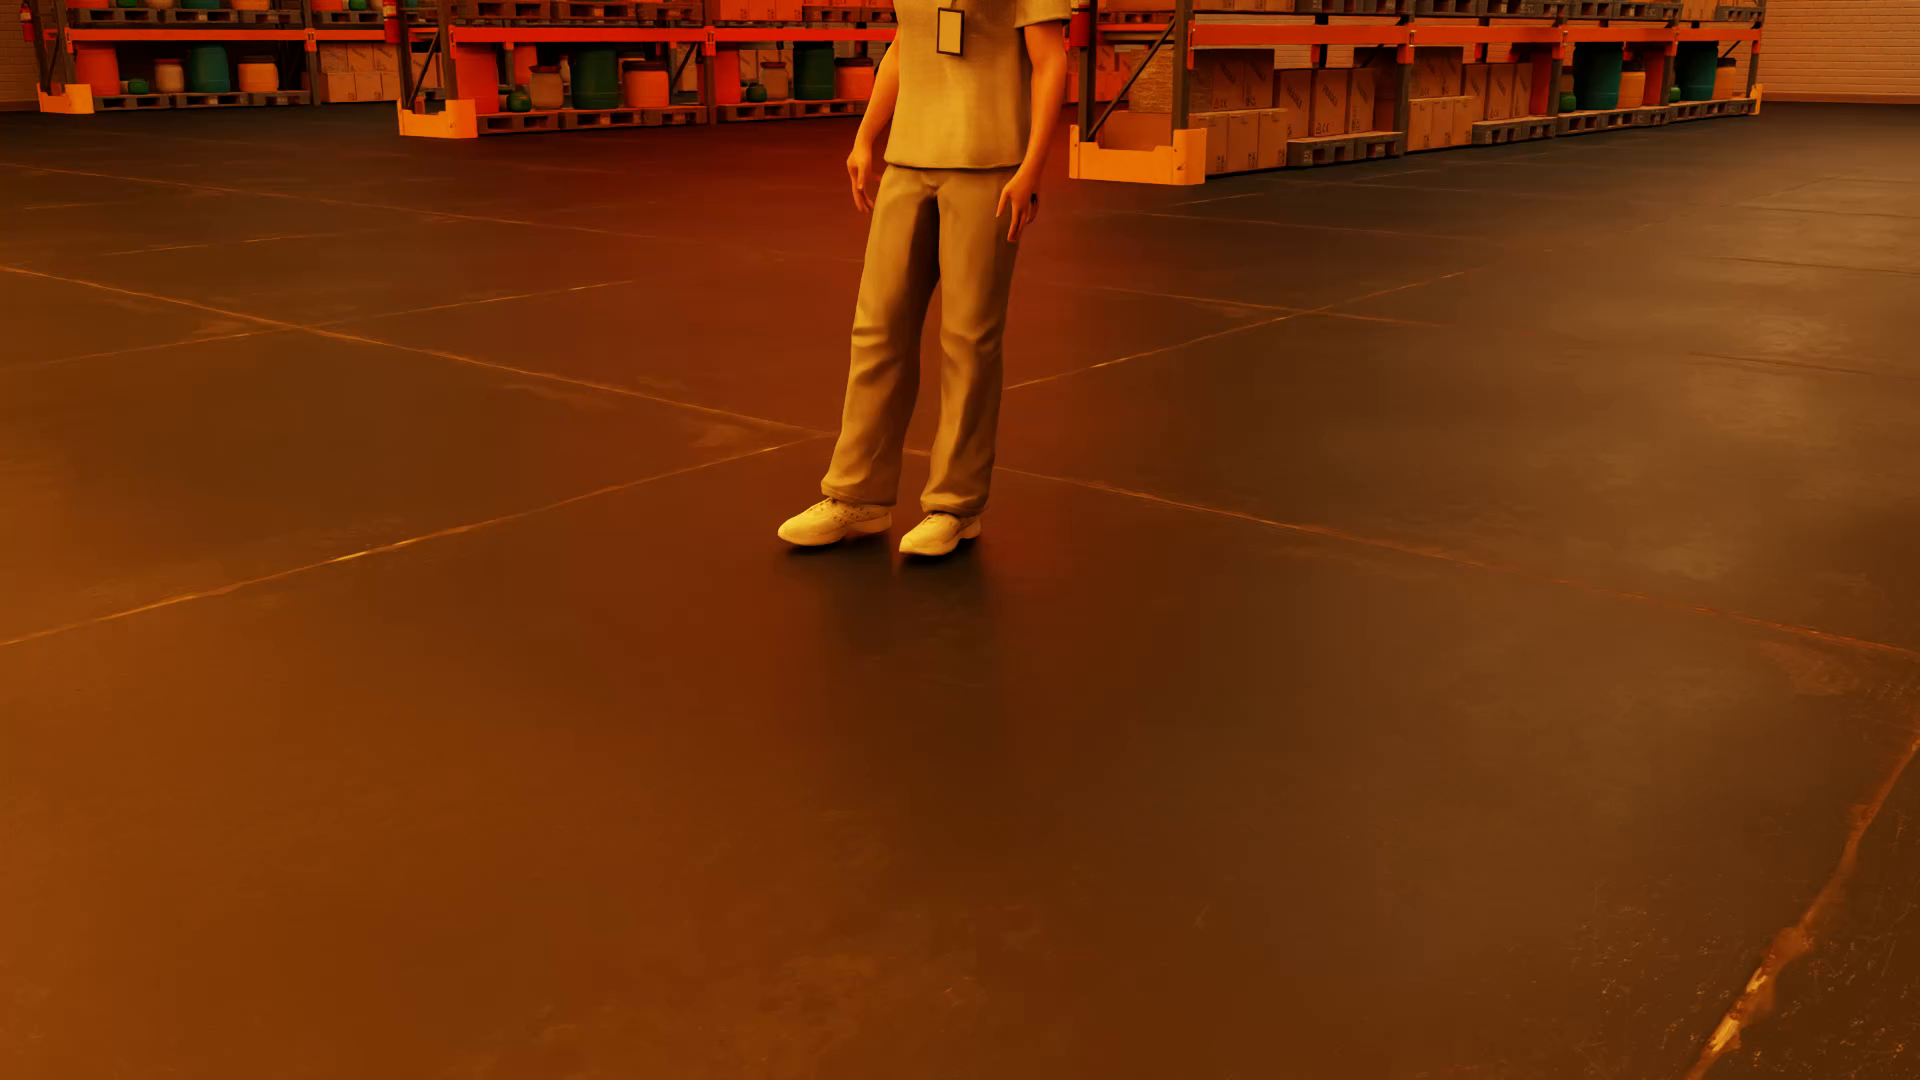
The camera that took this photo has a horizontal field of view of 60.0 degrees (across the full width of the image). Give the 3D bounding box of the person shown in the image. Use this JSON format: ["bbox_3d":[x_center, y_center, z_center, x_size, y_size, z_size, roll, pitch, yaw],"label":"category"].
[{"bbox_3d":[-0.057,-0.795,3.650,0.549,1.675,0.549,13,21,37],"label":"person"}]
